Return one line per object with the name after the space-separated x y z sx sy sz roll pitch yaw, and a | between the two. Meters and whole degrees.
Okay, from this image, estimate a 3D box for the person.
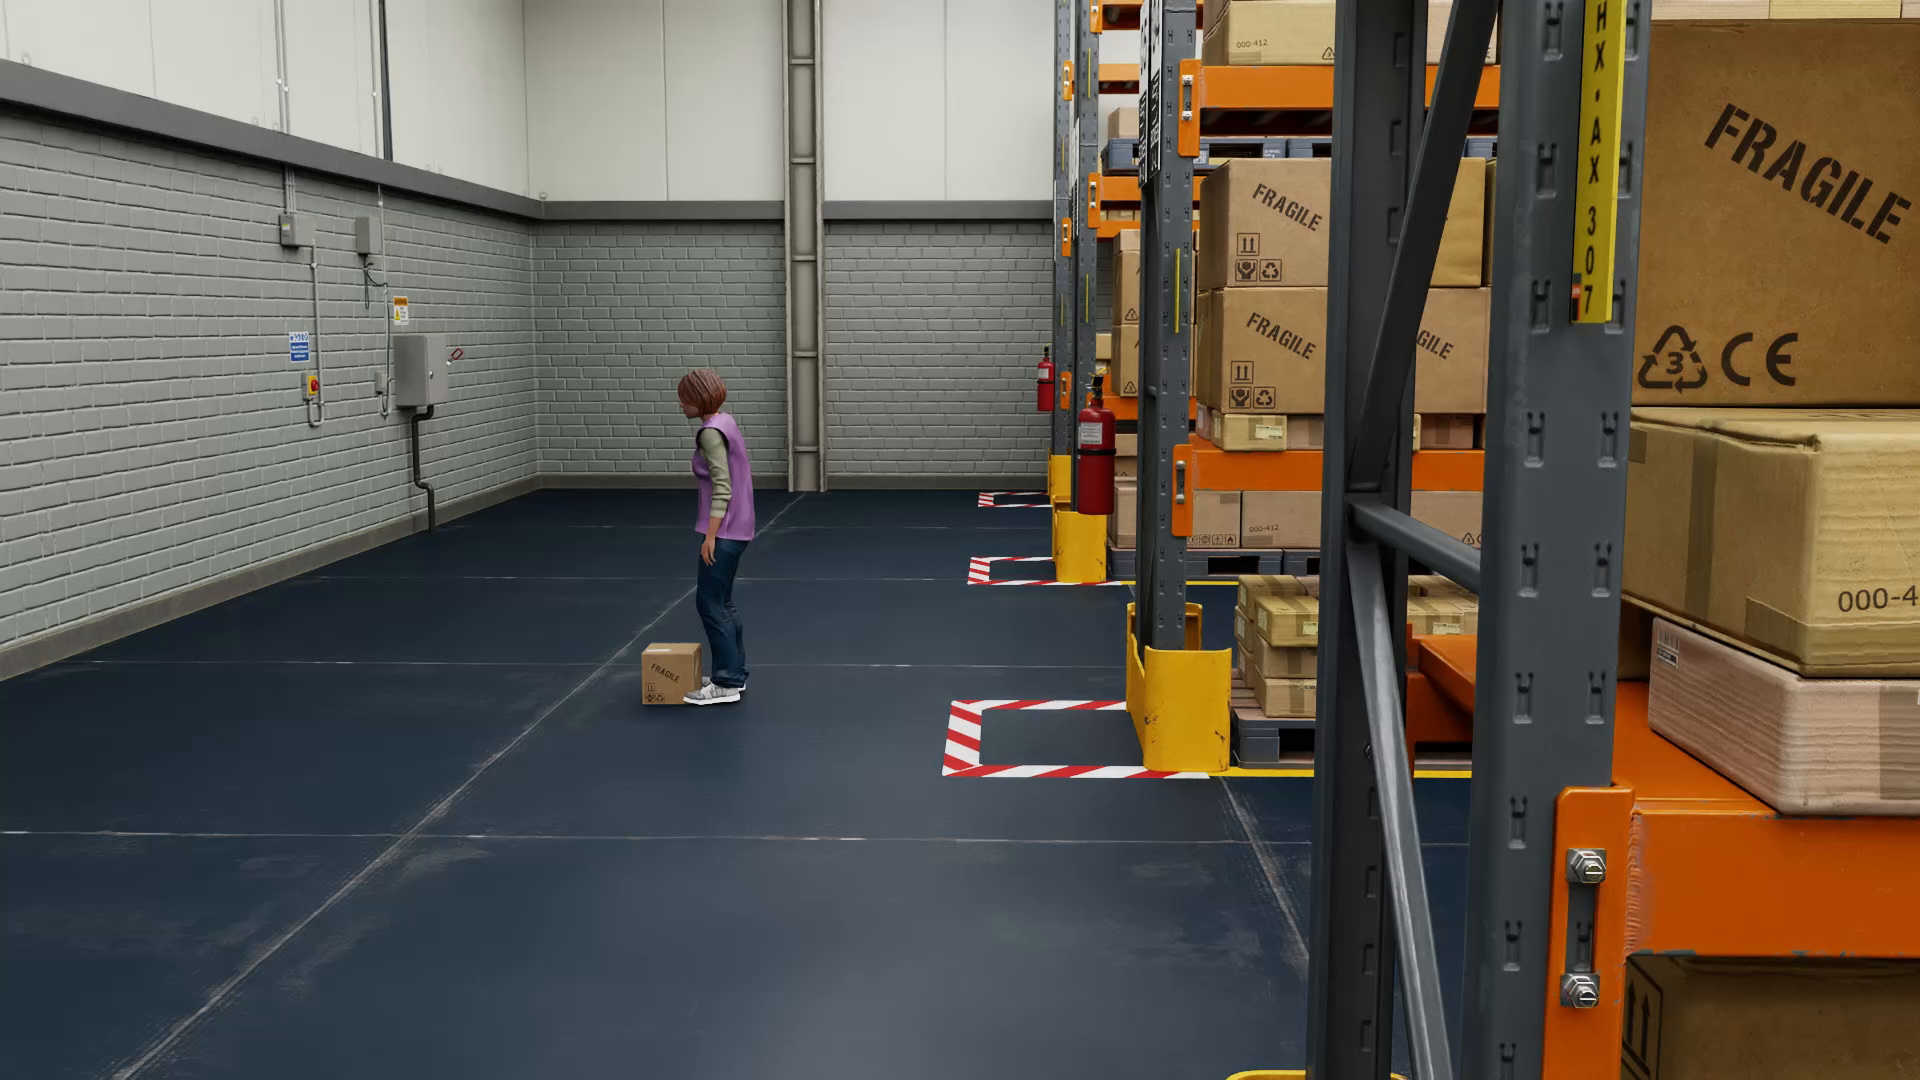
-1.157 -0.018 7.968 0.347 1.592 0.481 0 7 -2 | person
